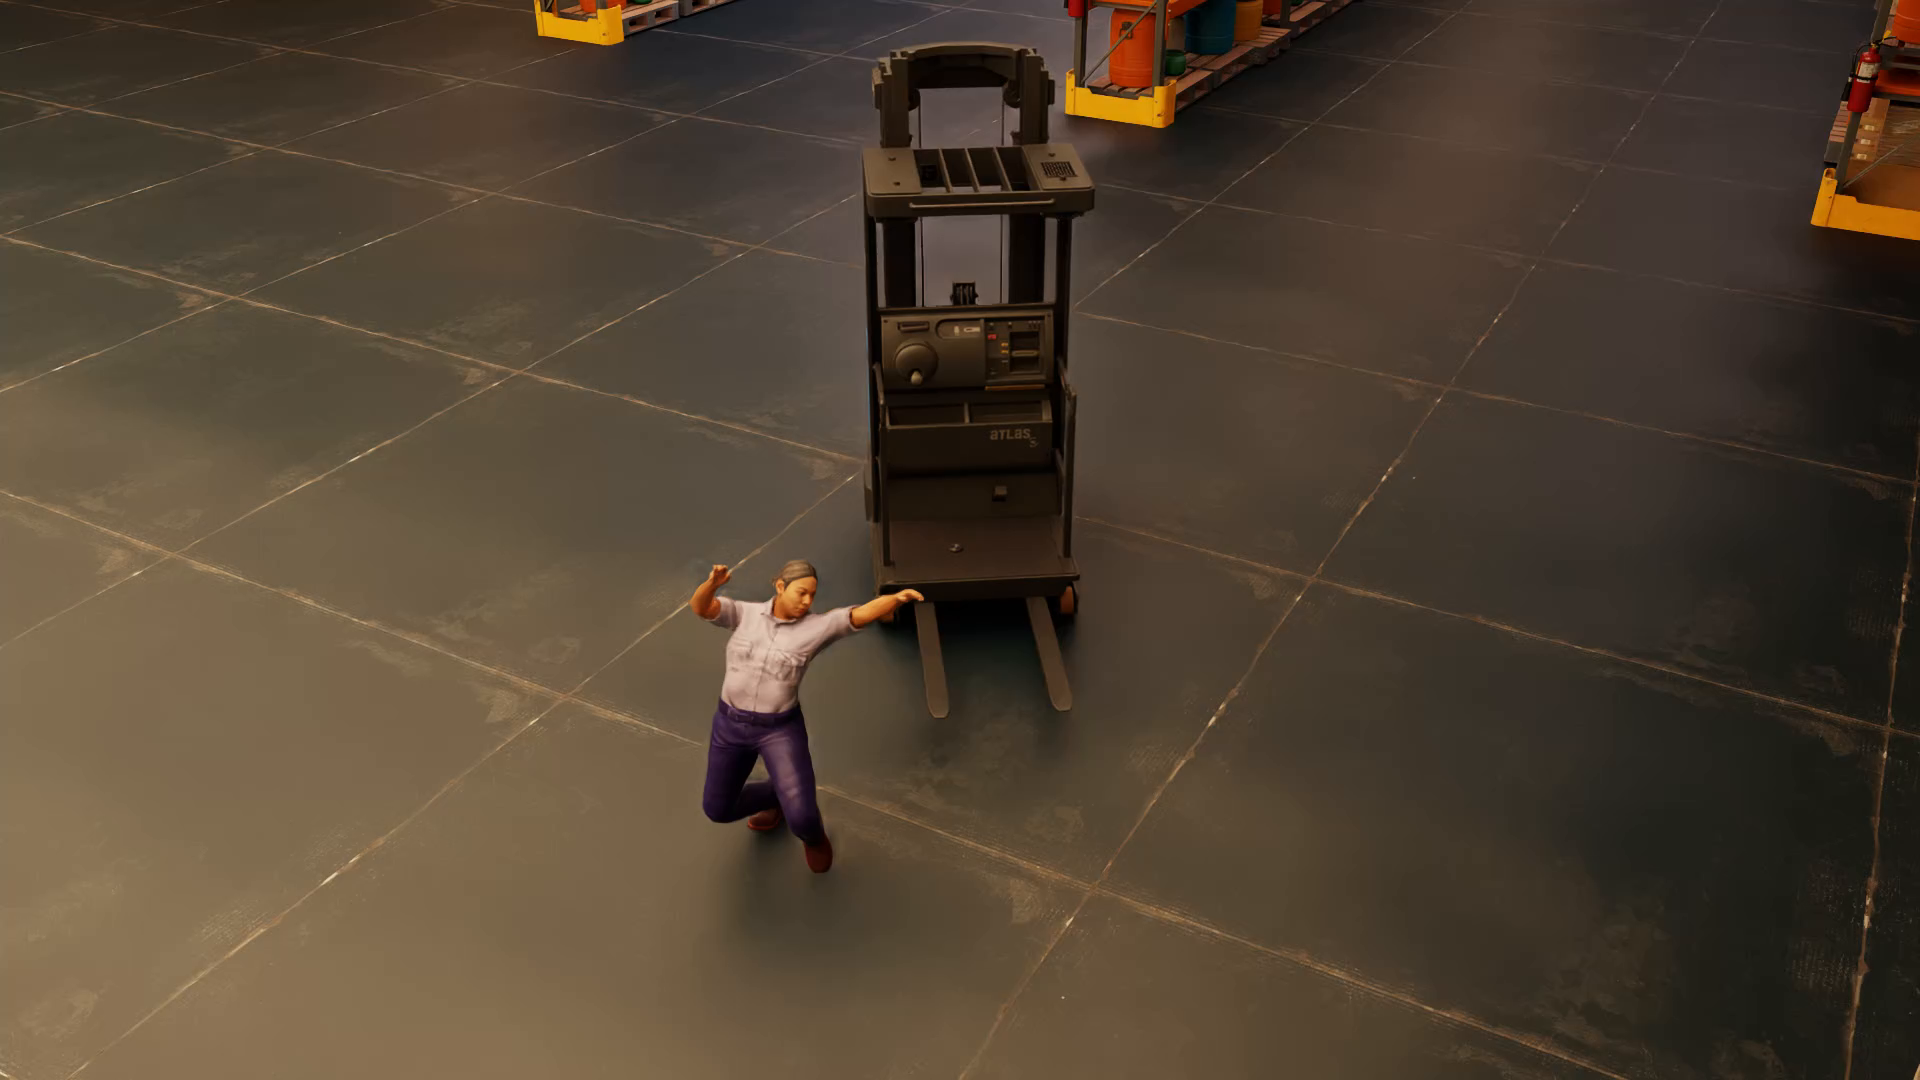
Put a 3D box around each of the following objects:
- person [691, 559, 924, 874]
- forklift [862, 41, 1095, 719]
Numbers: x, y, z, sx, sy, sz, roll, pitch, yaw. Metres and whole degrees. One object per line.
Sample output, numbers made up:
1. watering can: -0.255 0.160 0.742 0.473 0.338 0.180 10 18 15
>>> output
1. person: -0.666 0.759 7.158 0.992 1.579 0.764 8 31 14
2. forklift: 0.065 -0.982 8.772 1.130 2.935 3.031 -3 30 -5
